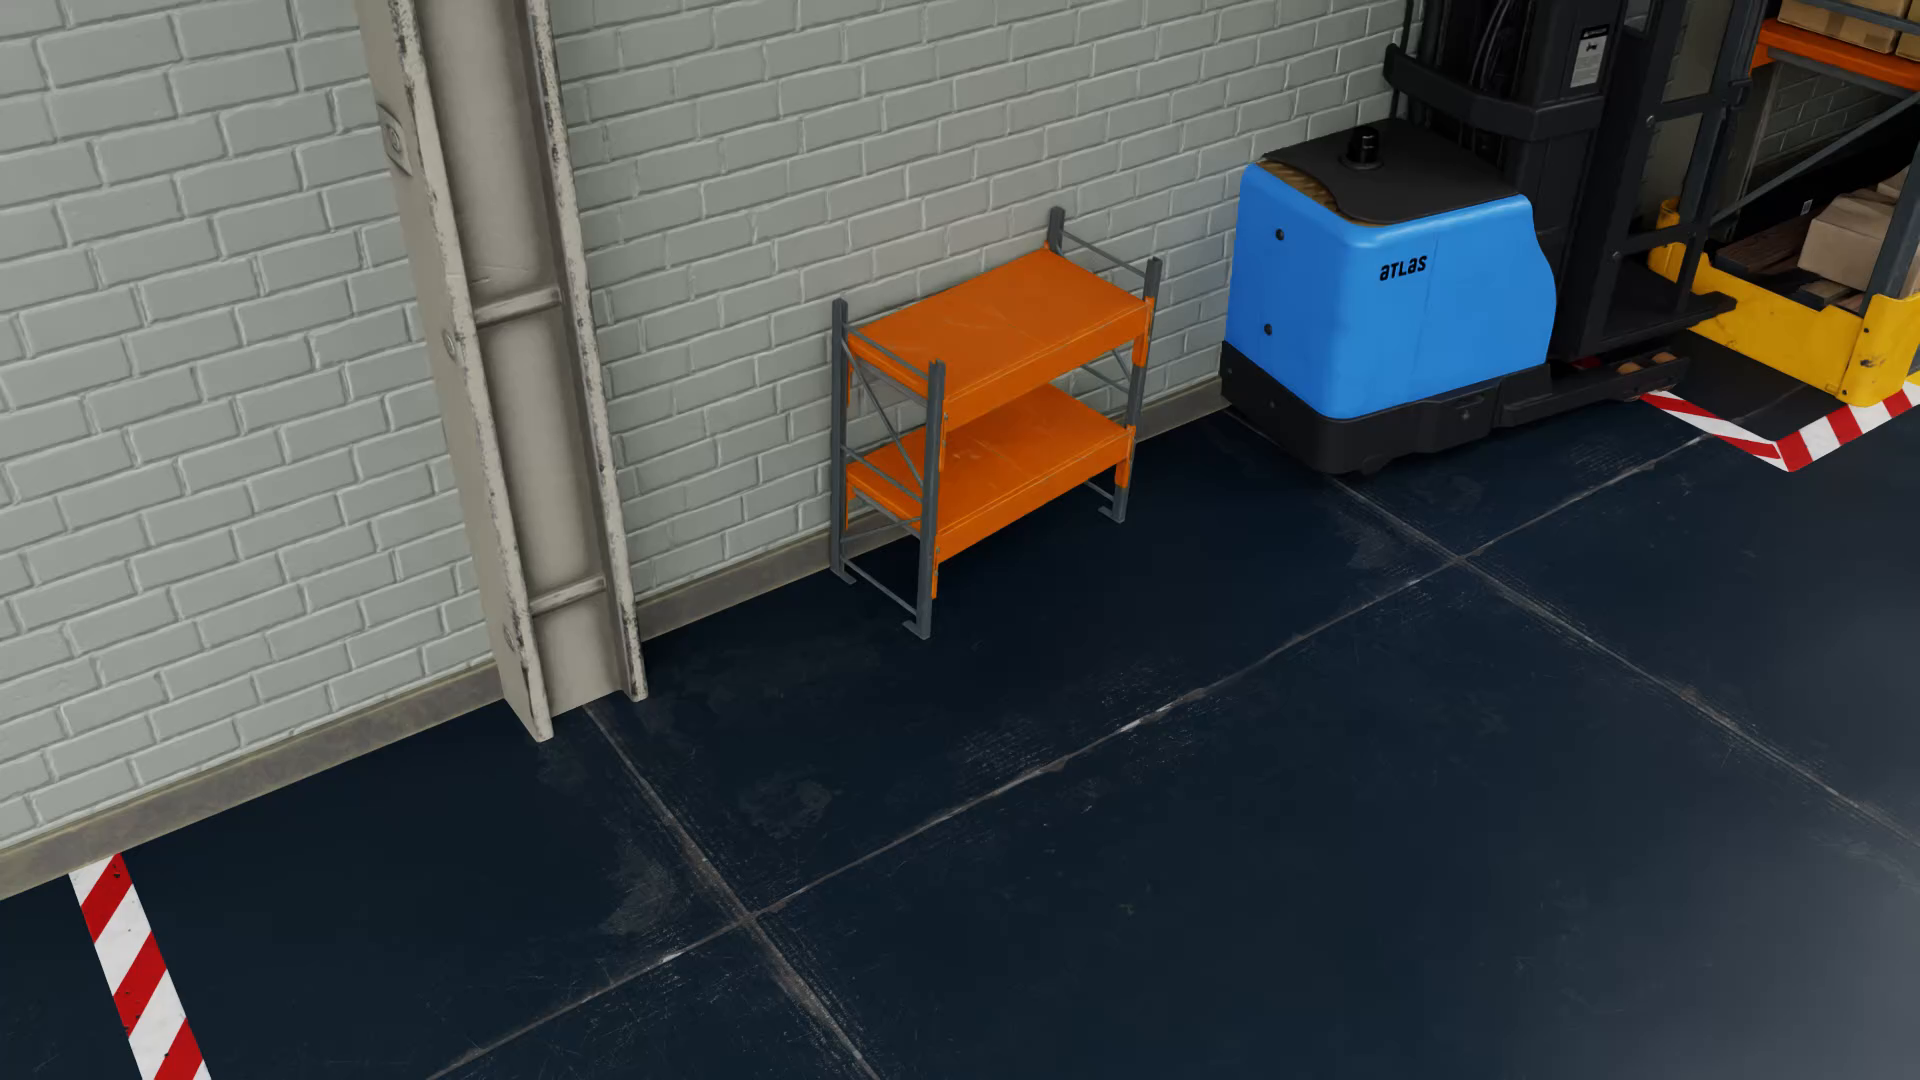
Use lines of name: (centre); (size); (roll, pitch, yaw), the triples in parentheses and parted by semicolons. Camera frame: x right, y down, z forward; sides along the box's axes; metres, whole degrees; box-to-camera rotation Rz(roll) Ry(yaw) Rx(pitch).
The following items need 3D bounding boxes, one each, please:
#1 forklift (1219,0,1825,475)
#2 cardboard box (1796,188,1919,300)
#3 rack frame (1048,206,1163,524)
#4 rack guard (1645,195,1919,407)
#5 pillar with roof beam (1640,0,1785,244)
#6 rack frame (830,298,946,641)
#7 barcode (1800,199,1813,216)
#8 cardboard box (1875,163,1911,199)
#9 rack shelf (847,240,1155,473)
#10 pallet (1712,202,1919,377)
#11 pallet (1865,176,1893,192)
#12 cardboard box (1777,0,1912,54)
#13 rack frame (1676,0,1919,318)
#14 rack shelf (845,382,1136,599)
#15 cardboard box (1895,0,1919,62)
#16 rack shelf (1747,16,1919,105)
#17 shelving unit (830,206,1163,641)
forklift: (2.537, -2.034, 6.568); (3.031, 2.935, 1.130); (-16, 39, -21)
cardboard box: (4.166, -1.352, 7.487); (0.500, 0.311, 0.500); (-28, 44, -33)
rack frame: (0.476, -0.625, 6.127); (0.032, 1.125, 0.500); (-29, 49, -34)
rack guard: (3.610, -1.086, 7.331); (0.348, 0.500, 1.175); (-22, 41, -28)
pillar with roof beam: (6.102, -3.104, 2.859); (0.400, 9.000, 9.100); (-22, 41, -28)
rack frame: (-0.257, -0.215, 5.553); (0.032, 1.125, 0.500); (-29, 49, -34)
barcode: (3.950, -1.552, 7.758); (0.075, 0.075, 0.001); (-22, 41, -28)
cardboard box: (4.632, -1.544, 7.753); (0.500, 0.311, 0.500); (-19, 40, -24)
rack shelf: (0.126, -0.648, 5.657); (1.000, 0.278, 0.538); (-29, 49, -34)
pallet: (4.295, -1.225, 7.772); (1.213, 0.211, 1.003); (-22, 41, -28)
pallet: (5.291, -1.633, 8.339); (1.213, 0.211, 1.003); (-22, 41, -28)
cardboard box: (3.819, -2.272, 6.951); (0.500, 0.250, 0.500); (-22, 41, -27)
rack frame: (3.548, -2.075, 6.566); (0.127, 3.000, 1.000); (-22, 41, -28)
rack shelf: (0.096, -0.230, 5.993); (1.000, 0.278, 0.538); (-29, 49, -34)
cardboard box: (4.130, -2.035, 6.622); (0.500, 0.250, 0.500); (-24, 42, -29)
rack shelf: (5.183, -2.456, 7.711); (4.000, 0.370, 1.077); (-22, 41, -28)
shelving unit: (0.110, -0.420, 5.840); (1.048, 1.125, 0.538); (-29, 49, -34)
